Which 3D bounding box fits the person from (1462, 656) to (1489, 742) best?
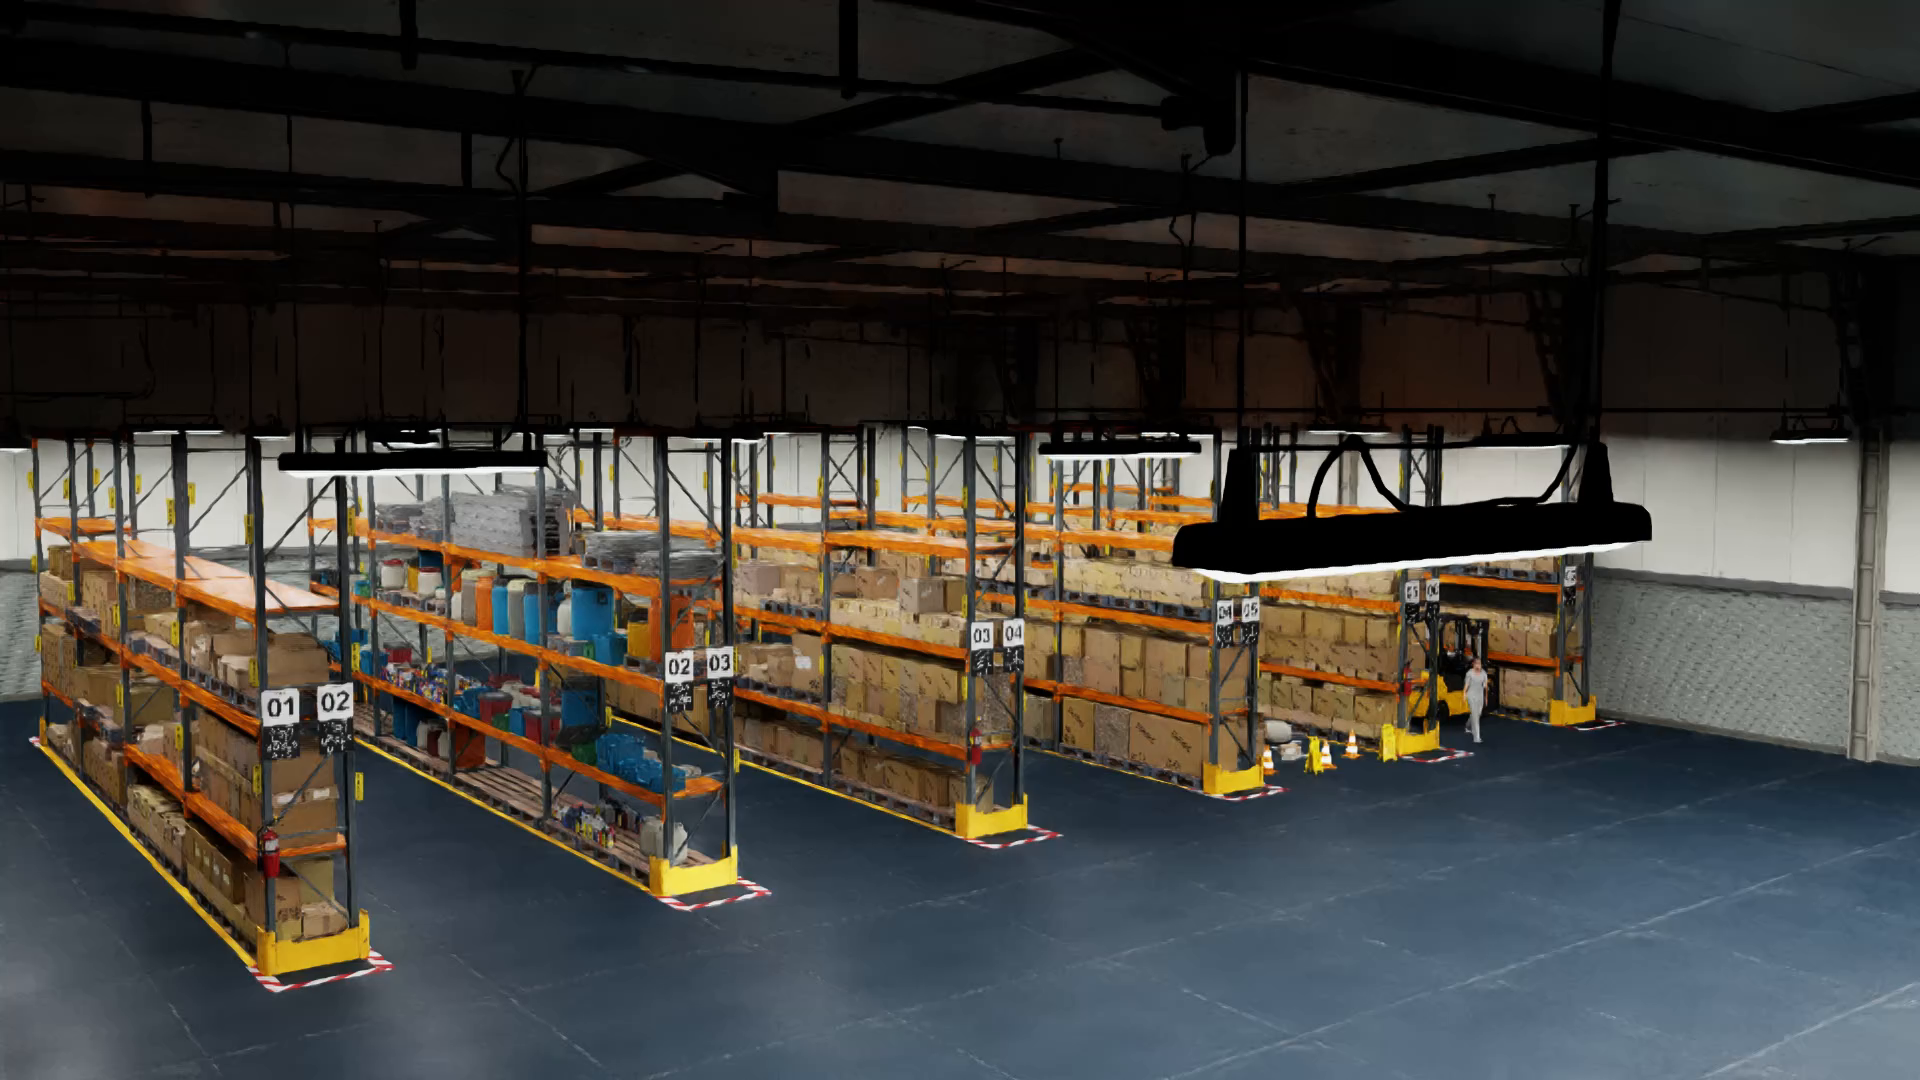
[{"bbox_3d":[9.880,3.017,31.849,0.516,1.634,0.908,-1,5,-12],"label":"person"}]
